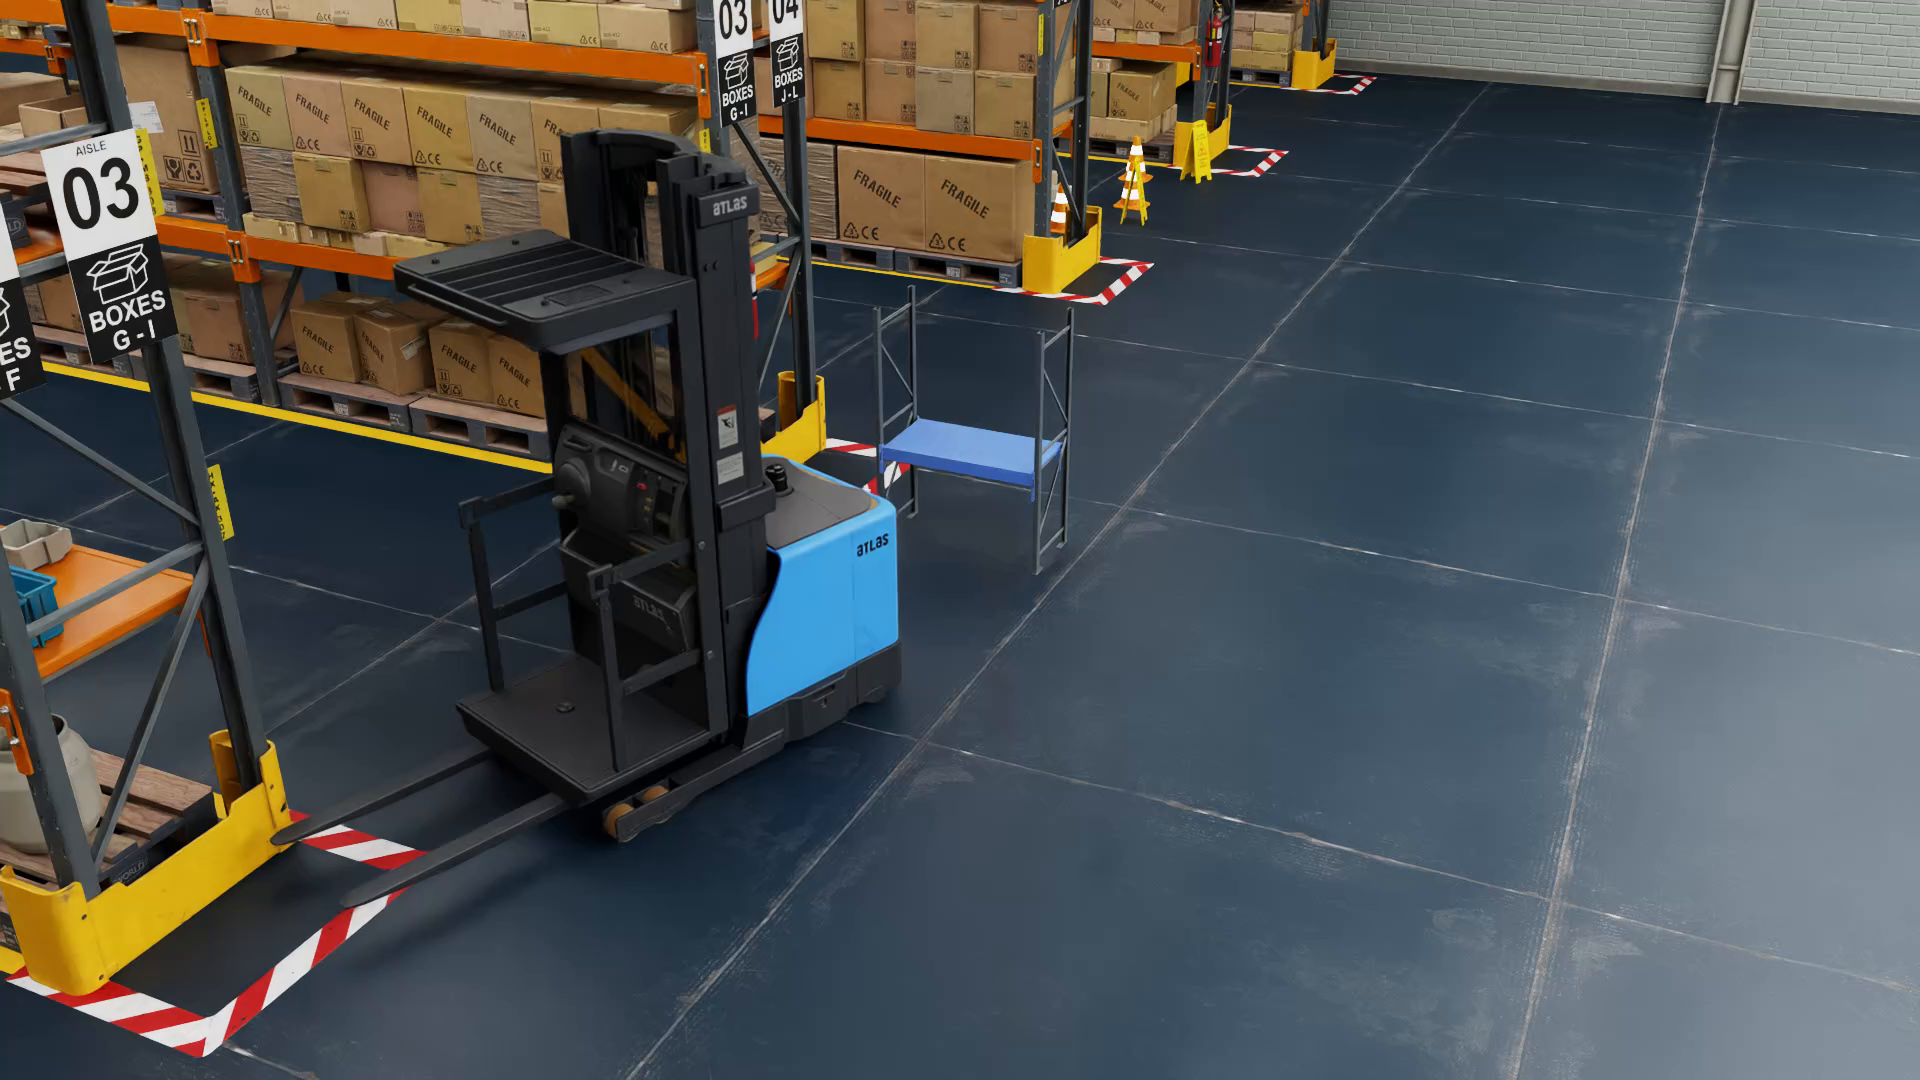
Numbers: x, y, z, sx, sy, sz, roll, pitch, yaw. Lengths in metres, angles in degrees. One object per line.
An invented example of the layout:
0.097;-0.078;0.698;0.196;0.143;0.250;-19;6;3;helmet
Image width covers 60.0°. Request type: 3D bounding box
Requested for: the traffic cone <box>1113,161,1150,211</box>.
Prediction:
1.789;-3.691;17.223;0.334;0.463;0.336;11;28;22;traffic cone

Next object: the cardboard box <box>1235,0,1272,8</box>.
4.101;-7.431;23.454;0.500;0.250;0.500;11;28;22;cardboard box

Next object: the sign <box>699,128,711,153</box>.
-1.485;-2.235;9.724;0.005;0.325;0.100;11;28;22;sign

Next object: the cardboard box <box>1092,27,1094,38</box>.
1.513;-5.843;19.006;0.250;0.149;0.380;12;29;23;cardboard box

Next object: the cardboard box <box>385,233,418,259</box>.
-3.659;-2.033;11.267;0.250;0.149;0.380;11;28;22;cardboard box

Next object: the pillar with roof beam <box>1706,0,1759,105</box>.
8.335;-8.127;16.570;0.400;9.000;9.100;11;28;22;pillar with roof beam

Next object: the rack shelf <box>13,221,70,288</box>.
-5.108;-1.190;6.690;4.000;0.370;1.077;11;28;22;rack shelf

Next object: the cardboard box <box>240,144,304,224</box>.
-4.494;-2.595;11.676;0.500;0.500;0.875;11;28;22;cardboard box

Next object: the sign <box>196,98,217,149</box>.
-5.105;-2.820;11.271;0.005;0.325;0.100;11;28;22;sign

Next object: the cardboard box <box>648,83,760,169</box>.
-1.625;-2.630;10.614;0.500;0.500;0.500;11;28;22;cardboard box

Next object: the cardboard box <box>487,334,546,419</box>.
-2.919;-1.198;11.643;0.500;0.500;0.500;14;30;27;cardboard box

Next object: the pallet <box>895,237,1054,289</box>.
0.148;-2.632;15.358;1.213;0.211;1.003;11;28;22;pallet

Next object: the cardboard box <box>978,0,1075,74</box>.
0.586;-4.404;14.407;0.550;0.550;0.875;11;28;22;cardboard box

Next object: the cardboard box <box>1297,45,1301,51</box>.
4.550;-6.897;23.501;0.500;0.250;0.500;11;28;22;cardboard box

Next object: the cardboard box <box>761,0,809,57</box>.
-1.428;-4.763;15.136;0.550;0.550;0.875;11;28;22;cardboard box

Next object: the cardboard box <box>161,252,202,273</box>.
-6.364;-1.918;13.082;0.500;0.500;0.700;9;28;17;cardboard box

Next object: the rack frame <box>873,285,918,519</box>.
-0.385;-0.750;10.076;0.032;1.500;0.500;11;28;22;rack frame

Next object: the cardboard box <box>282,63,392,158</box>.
-4.118;-2.876;11.113;0.500;0.500;0.500;11;28;22;cardboard box

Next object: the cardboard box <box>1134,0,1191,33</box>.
2.257;-5.944;18.478;0.500;0.500;0.500;11;28;21;cardboard box

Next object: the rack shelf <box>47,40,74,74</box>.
-8.195;-5.274;18.382;4.000;0.370;1.077;11;28;22;rack shelf

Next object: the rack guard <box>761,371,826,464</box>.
-1.306;-0.685;11.076;0.348;0.500;1.175;11;28;22;rack guard

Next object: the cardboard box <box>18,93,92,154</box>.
-6.495;-3.039;12.434;0.637;0.503;0.797;15;30;27;cardboard box

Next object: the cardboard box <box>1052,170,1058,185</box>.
0.836;-3.926;18.056;0.380;0.149;0.250;-18;31;-31;cardboard box

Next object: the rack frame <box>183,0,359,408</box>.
-4.879;-2.524;11.981;0.127;3.000;1.000;11;28;22;rack frame

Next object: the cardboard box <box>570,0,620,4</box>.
-2.102;-3.276;9.831;0.250;0.149;0.380;10;28;20;cardboard box

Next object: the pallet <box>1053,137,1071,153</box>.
0.964;-4.927;20.018;1.213;0.211;1.003;11;28;22;pallet

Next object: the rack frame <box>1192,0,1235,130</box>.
2.865;-5.778;18.589;0.127;3.000;1.000;11;28;22;rack frame

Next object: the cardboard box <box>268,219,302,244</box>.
-4.585;-2.200;11.608;0.250;0.149;0.380;11;28;22;cardboard box

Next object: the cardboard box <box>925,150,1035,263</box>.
0.263;-3.101;15.083;0.875;0.875;0.875;12;28;22;cardboard box

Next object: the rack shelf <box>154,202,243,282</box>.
-6.699;-2.567;12.883;4.000;0.370;1.077;11;28;22;rack shelf

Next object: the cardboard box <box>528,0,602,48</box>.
-2.237;-3.147;10.021;0.500;0.250;0.500;12;28;22;cardboard box

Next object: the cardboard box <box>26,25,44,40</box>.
-10.373;-5.808;18.936;0.250;0.149;0.380;11;28;21;cardboard box

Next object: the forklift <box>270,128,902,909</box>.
-1.680;-0.211;7.361;1.130;2.935;3.031;23;34;38;forklift

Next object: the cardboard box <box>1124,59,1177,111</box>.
2.223;-5.332;19.472;0.500;0.500;0.500;10;28;20;cardboard box

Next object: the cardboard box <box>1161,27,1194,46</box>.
2.436;-5.647;18.609;0.250;0.149;0.380;12;29;24;cardboard box

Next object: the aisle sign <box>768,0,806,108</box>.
-1.057;-3.069;10.143;0.004;0.787;0.394;11;28;22;aisle sign

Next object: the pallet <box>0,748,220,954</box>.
-4.113;1.304;7.362;1.213;0.211;1.003;11;28;22;pallet

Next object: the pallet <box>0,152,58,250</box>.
-4.000;-1.253;6.217;1.213;0.211;1.003;11;28;22;pallet

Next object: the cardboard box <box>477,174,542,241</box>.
-2.669;-2.235;10.943;0.500;0.500;0.875;11;28;22;cardboard box

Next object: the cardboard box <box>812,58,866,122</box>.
-0.916;-4.211;15.237;0.500;0.550;0.875;11;28;22;cardboard box

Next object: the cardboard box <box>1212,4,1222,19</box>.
3.437;-7.316;23.218;0.500;0.250;0.500;12;29;22;cardboard box

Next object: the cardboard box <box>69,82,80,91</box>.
-10.470;-5.360;19.819;0.250;0.149;0.380;13;29;24;cardboard box

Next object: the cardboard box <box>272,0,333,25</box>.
-4.091;-3.523;10.783;0.500;0.250;0.500;11;28;21;cardboard box

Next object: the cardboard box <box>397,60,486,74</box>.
-3.445;-2.997;11.359;0.500;0.500;0.500;11;28;22;cardboard box

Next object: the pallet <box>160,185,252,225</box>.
-5.514;-2.636;12.426;1.213;0.211;1.003;11;28;22;pallet

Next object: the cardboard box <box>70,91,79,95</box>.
-10.447;-5.100;19.290;0.250;0.149;0.380;12;29;23;cardboard box

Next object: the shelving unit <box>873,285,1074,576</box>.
0.078;-0.657;9.887;1.048;1.500;0.538;11;28;22;shelving unit

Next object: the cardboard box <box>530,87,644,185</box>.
-2.298;-2.510;10.370;0.500;0.500;0.500;11;28;22;cardboard box

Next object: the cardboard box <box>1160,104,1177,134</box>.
2.245;-4.991;19.629;0.500;0.250;0.500;11;28;21;cardboard box
